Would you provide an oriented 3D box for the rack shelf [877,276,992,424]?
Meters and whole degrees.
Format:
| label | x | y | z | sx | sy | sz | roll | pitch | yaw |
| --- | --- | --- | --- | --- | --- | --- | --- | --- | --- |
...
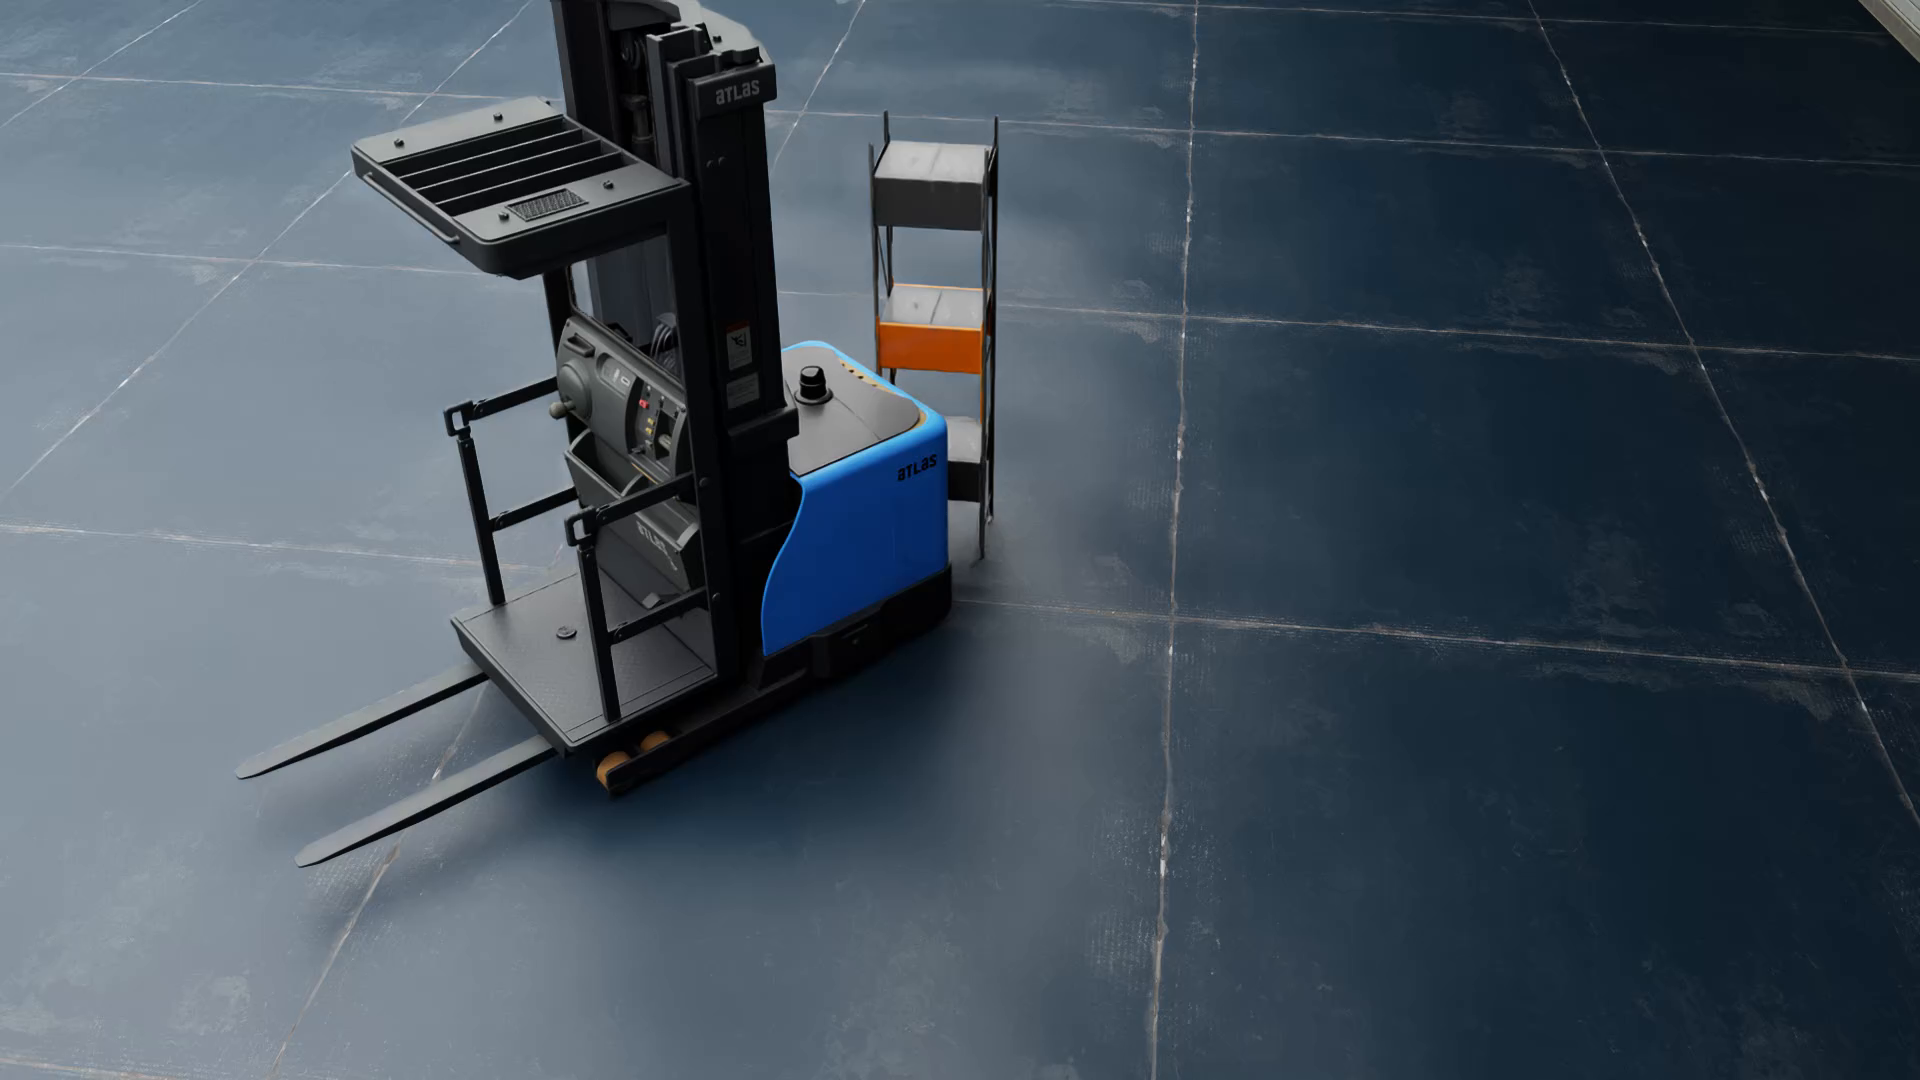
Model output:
| label | x | y | z | sx | sy | sz | roll | pitch | yaw |
| --- | --- | --- | --- | --- | --- | --- | --- | --- | --- |
| rack shelf | -0.107 | -0.882 | 7.702 | 0.480 | 0.518 | 0.431 | 4 | 36 | 6 |

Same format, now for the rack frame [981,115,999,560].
| label | x | y | z | sx | sy | sz | roll | pitch | yaw |
| --- | --- | --- | --- | --- | --- | --- | --- | --- | --- |
| rack frame | 0.135 | -0.874 | 7.667 | 0.015 | 2.100 | 0.400 | 4 | 36 | 6 |

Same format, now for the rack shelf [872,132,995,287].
| label | x | y | z | sx | sy | sz | roll | pitch | yaw |
| --- | --- | --- | --- | --- | --- | --- | --- | --- | --- |
| rack shelf | -0.107 | -1.452 | 7.295 | 0.480 | 0.518 | 0.431 | 4 | 36 | 6 |

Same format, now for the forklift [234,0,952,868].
| label | x | y | z | sx | sy | sz | roll | pitch | yaw |
| --- | --- | --- | --- | --- | --- | --- | --- | --- | --- |
| forklift | -1.497 | -0.508 | 6.438 | 3.031 | 2.935 | 1.130 | -26 | 43 | -31 |

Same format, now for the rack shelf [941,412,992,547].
| label | x | y | z | sx | sy | sz | roll | pitch | yaw |
| --- | --- | --- | --- | --- | --- | --- | --- | --- | --- |
| rack shelf | -0.107 | -0.312 | 8.108 | 0.480 | 0.518 | 0.431 | 4 | 36 | 6 |

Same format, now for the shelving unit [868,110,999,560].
| label | x | y | z | sx | sy | sz | roll | pitch | yaw |
| --- | --- | --- | --- | --- | --- | --- | --- | --- | --- |
| shelving unit | -0.107 | -0.893 | 7.694 | 0.503 | 2.100 | 0.431 | 4 | 36 | 6 |

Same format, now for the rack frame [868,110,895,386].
| label | x | y | z | sx | sy | sz | roll | pitch | yaw |
| --- | --- | --- | --- | --- | --- | --- | --- | --- | --- |
| rack frame | -0.349 | -0.912 | 7.720 | 0.015 | 2.100 | 0.400 | 4 | 36 | 6 |
